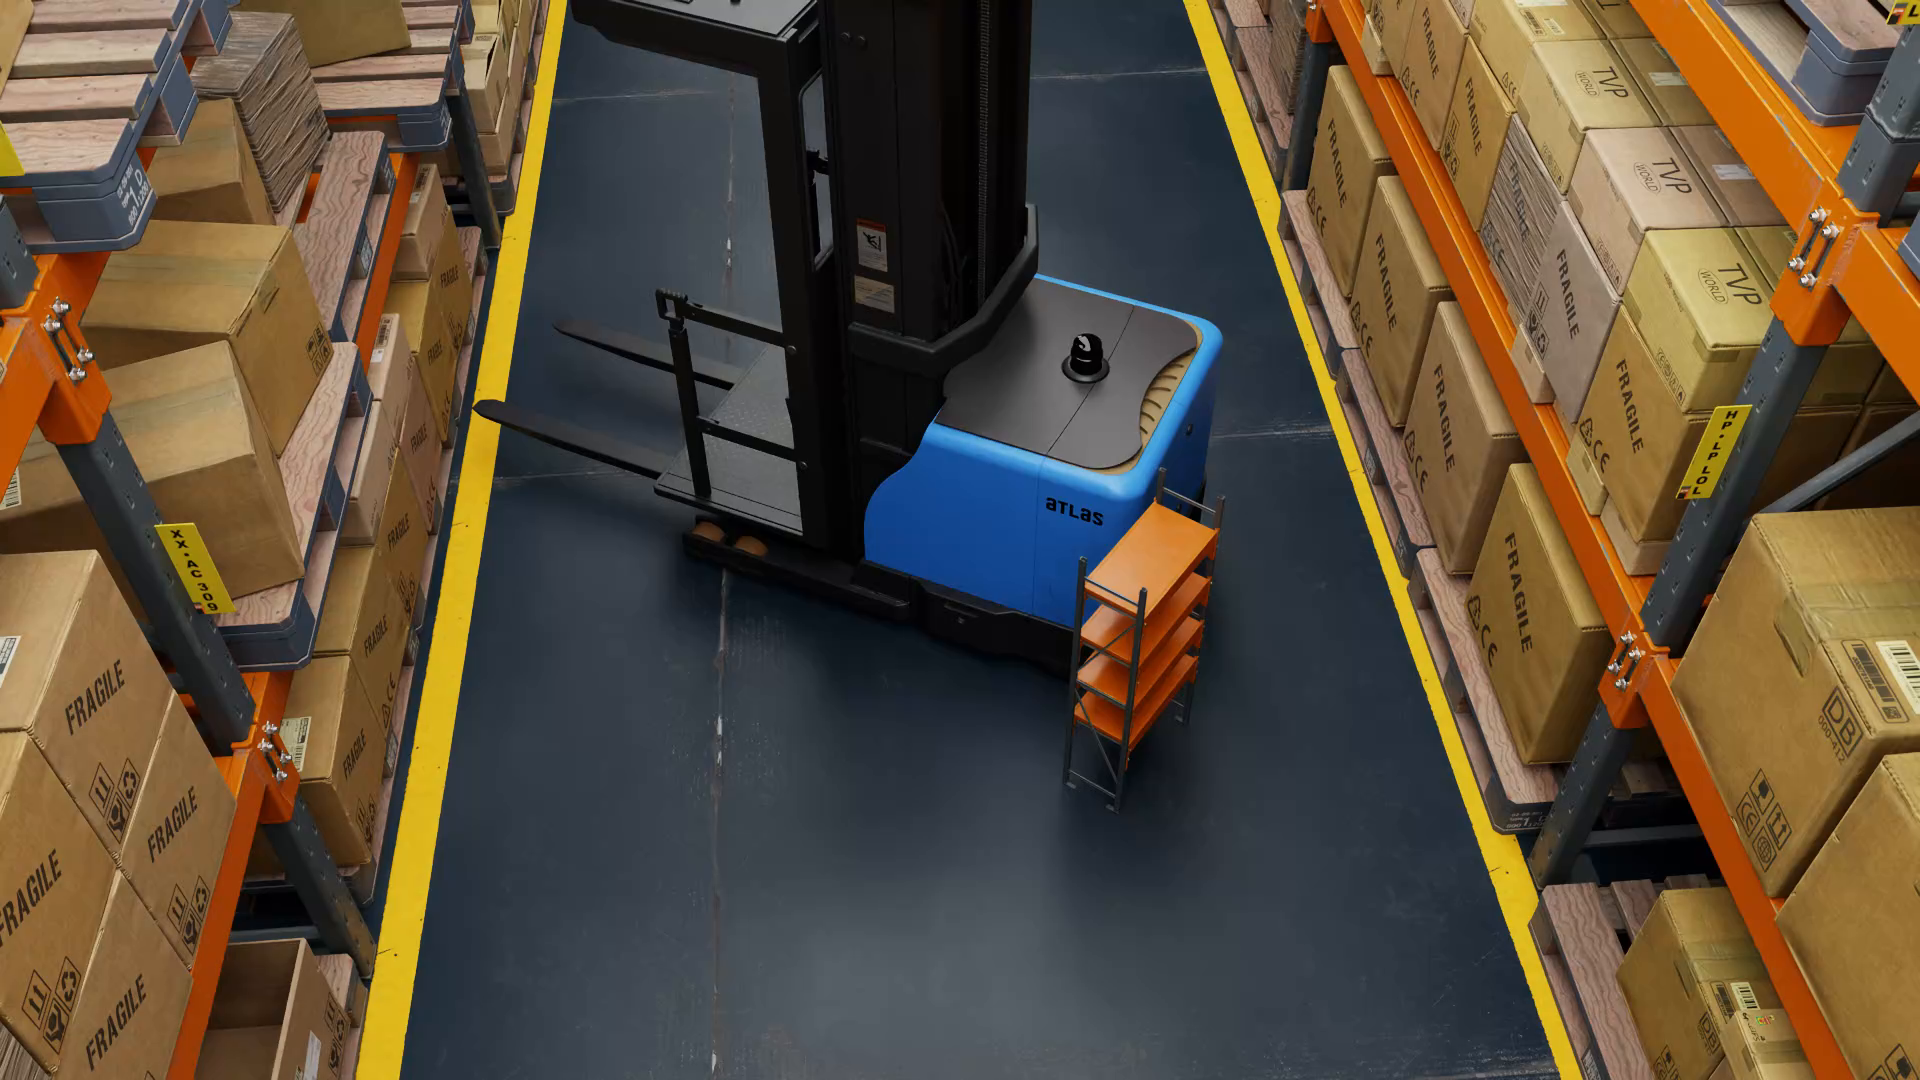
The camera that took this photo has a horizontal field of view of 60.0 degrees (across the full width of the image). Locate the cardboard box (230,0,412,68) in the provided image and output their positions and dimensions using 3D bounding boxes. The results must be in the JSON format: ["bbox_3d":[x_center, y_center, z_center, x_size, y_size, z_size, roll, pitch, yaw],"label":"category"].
[{"bbox_3d":[-2.620,-2.213,6.558,0.700,0.500,0.500,-18,49,-16],"label":"cardboard box"}]

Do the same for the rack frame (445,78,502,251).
[{"bbox_3d":[-2.786,-2.483,7.172,1.000,3.000,0.127,-3,47,-3],"label":"rack frame"}]

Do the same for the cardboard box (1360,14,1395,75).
[{"bbox_3d":[1.898,-2.075,6.945,0.380,0.149,0.250,-2,47,-2],"label":"cardboard box"}]

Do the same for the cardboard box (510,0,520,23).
[{"bbox_3d":[-2.630,-3.020,8.899,0.500,0.311,0.500,-5,47,-4],"label":"cardboard box"}]

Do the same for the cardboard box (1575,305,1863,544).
[{"bbox_3d":[2.195,-0.355,4.869,0.500,0.500,0.500,-4,47,-4],"label":"cardboard box"}]

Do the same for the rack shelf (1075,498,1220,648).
[{"bbox_3d":[0.614,0.102,5.422,0.258,0.148,0.480,27,52,23],"label":"rack shelf"}]

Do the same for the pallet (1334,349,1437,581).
[{"bbox_3d":[2.240,-0.372,7.094,1.003,0.211,1.213,-3,47,-3],"label":"pallet"}]

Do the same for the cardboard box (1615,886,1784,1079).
[{"bbox_3d":[2.446,1.370,4.956,0.700,0.500,0.500,-3,47,-3],"label":"cardboard box"}]

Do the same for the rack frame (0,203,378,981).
[{"bbox_3d":[-2.451,0.411,4.431,1.000,3.000,0.127,-3,47,-3],"label":"rack frame"}]

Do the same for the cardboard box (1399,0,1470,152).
[{"bbox_3d":[2.011,-1.825,6.261,0.500,0.500,0.500,-4,47,-3],"label":"cardboard box"}]

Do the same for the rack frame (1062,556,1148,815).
[{"bbox_3d":[0.473,0.517,5.570,0.240,1.200,0.015,27,52,23],"label":"rack frame"}]

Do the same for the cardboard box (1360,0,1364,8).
[{"bbox_3d":[1.947,-2.455,7.305,0.380,0.149,0.250,-4,47,-4],"label":"cardboard box"}]

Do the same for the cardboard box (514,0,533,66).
[{"bbox_3d":[-2.629,-2.818,9.094,0.500,0.250,0.500,-5,47,-4],"label":"cardboard box"}]

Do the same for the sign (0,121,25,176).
[{"bbox_3d":[-1.911,-0.837,3.191,0.100,0.325,0.005,-3,47,-3],"label":"sign"}]

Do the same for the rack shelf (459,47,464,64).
[{"bbox_3d":[-2.953,-3.683,8.804,1.077,0.370,4.000,-3,47,-3],"label":"rack shelf"}]

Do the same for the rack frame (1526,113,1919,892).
[{"bbox_3d":[2.485,0.107,4.719,1.000,3.000,0.127,-3,47,-3],"label":"rack frame"}]

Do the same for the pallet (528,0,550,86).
[{"bbox_3d":[-2.915,-3.003,9.585,1.003,0.211,1.213,-3,47,-3],"label":"pallet"}]

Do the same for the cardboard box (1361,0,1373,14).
[{"bbox_3d":[1.936,-2.563,6.961,0.500,0.500,0.500,-2,47,-2],"label":"cardboard box"}]

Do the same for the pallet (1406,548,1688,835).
[{"bbox_3d":[2.346,0.513,6.256,1.003,0.211,1.213,-3,47,-3],"label":"pallet"}]

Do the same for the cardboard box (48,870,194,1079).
[{"bbox_3d":[-2.109,1.096,3.714,0.500,0.500,0.500,-2,47,-2],"label":"cardboard box"}]

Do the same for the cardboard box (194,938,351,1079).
[{"bbox_3d":[-2.120,1.514,4.805,0.500,0.500,0.500,-3,47,-3],"label":"cardboard box"}]

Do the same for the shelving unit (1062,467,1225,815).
[{"bbox_3d":[0.614,0.372,5.707,0.258,1.200,0.503,27,52,23],"label":"shelving unit"}]

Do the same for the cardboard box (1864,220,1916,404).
[{"bbox_3d":[2.706,-0.643,4.625,0.500,0.250,0.500,-2,47,-2],"label":"cardboard box"}]

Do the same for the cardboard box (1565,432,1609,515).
[{"bbox_3d":[2.130,-0.222,5.190,0.380,0.149,0.250,-3,47,-3],"label":"cardboard box"}]

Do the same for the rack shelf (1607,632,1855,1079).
[{"bbox_3d":[2.653,1.802,3.610,1.077,0.370,4.000,-3,47,-3],"label":"rack shelf"}]

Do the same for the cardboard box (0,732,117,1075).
[{"bbox_3d":[-2.105,0.754,3.349,0.500,0.500,0.500,-4,47,-4],"label":"cardboard box"}]

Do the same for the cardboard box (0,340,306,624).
[{"bbox_3d":[-2.267,-0.124,4.580,0.700,0.500,0.500,-18,49,-16],"label":"cardboard box"}]

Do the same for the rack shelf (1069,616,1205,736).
[{"bbox_3d":[0.614,0.419,5.756,0.258,0.148,0.480,27,52,23],"label":"rack shelf"}]

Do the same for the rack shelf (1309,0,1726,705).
[{"bbox_3d":[2.318,-1.092,6.350,1.077,0.370,4.000,-3,47,-3],"label":"rack shelf"}]

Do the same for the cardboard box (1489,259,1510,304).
[{"bbox_3d":[2.112,-0.962,5.891,0.380,0.149,0.250,-5,47,-4],"label":"cardboard box"}]

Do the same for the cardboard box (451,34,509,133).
[{"bbox_3d":[-2.537,-2.271,8.190,0.500,0.311,0.500,-2,47,-2],"label":"cardboard box"}]

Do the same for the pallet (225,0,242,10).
[{"bbox_3d":[-2.525,-1.782,4.572,1.213,0.211,1.003,-3,47,-3],"label":"pallet"}]

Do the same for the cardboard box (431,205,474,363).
[{"bbox_3d":[-2.473,-1.112,7.293,0.500,0.500,0.500,-2,47,-2],"label":"cardboard box"}]

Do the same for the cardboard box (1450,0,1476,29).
[{"bbox_3d":[2.023,-2.094,5.999,0.500,0.250,0.500,-3,47,-3],"label":"cardboard box"}]

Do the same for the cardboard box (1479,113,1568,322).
[{"bbox_3d":[2.109,-1.087,5.563,0.500,0.500,0.500,-3,47,-3],"label":"cardboard box"}]

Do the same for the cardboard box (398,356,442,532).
[{"bbox_3d":[-2.380,-0.358,6.579,0.500,0.500,0.500,-5,47,-5],"label":"cardboard box"}]

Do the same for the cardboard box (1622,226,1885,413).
[{"bbox_3d":[2.191,-0.616,4.600,0.500,0.250,0.500,-2,47,-2],"label":"cardboard box"}]

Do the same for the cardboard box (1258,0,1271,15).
[{"bbox_3d":[2.041,-3.334,9.396,0.700,0.500,0.500,-4,47,-4],"label":"cardboard box"}]

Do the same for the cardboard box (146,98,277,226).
[{"bbox_3d":[-2.660,-1.042,5.449,0.700,0.500,0.500,-14,48,-13],"label":"cardboard box"}]

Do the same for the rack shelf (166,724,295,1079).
[{"bbox_3d":[-2.283,2.106,3.322,1.077,0.370,4.000,-3,47,-3],"label":"rack shelf"}]

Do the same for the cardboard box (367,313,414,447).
[{"bbox_3d":[-2.375,-0.590,6.281,0.500,0.250,0.500,-4,47,-4],"label":"cardboard box"}]

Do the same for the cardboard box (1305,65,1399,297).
[{"bbox_3d":[2.081,-1.652,7.576,0.750,0.750,0.750,-4,47,-4],"label":"cardboard box"}]

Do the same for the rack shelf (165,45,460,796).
[{"bbox_3d":[-2.618,-0.788,6.063,1.077,0.370,4.000,-3,47,-3],"label":"rack shelf"}]

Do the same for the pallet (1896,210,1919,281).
[{"bbox_3d":[2.543,-0.301,3.101,1.003,0.211,1.213,-3,47,-3],"label":"pallet"}]

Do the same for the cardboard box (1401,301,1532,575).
[{"bbox_3d":[2.224,-0.403,6.394,0.750,0.750,0.750,-2,47,-2],"label":"cardboard box"}]

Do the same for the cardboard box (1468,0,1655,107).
[{"bbox_3d":[2.072,-1.725,5.650,0.500,0.250,0.500,-4,47,-4],"label":"cardboard box"}]

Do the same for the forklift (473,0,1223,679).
[{"bbox_3d":[-0.570,-1.192,5.997,3.031,2.935,1.130,18,49,16],"label":"forklift"}]

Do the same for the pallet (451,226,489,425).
[{"bbox_3d":[-2.761,-0.982,7.671,1.003,0.211,1.213,-3,47,-3],"label":"pallet"}]

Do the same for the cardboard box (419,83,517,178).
[{"bbox_3d":[-2.537,-2.079,8.394,0.500,0.250,0.500,-4,47,-3],"label":"cardboard box"}]

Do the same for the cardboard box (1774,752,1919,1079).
[{"bbox_3d":[2.570,0.926,3.737,0.980,0.700,0.700,-5,47,-4],"label":"cardboard box"}]

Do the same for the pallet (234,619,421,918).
[{"bbox_3d":[-2.556,0.784,5.999,1.003,0.211,1.213,-3,47,-3],"label":"pallet"}]

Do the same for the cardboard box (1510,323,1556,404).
[{"bbox_3d":[2.073,-0.599,5.547,0.380,0.149,0.250,-3,47,-3],"label":"cardboard box"}]

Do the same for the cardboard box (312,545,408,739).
[{"bbox_3d":[-2.304,0.369,5.889,0.500,0.500,0.500,-3,47,-3],"label":"cardboard box"}]

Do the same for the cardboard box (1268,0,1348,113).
[{"bbox_3d":[2.038,-2.596,8.698,0.700,0.500,0.500,-3,47,-3],"label":"cardboard box"}]

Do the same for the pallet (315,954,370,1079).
[{"bbox_3d":[-2.394,1.867,4.973,1.003,0.211,1.213,-3,47,-3],"label":"pallet"}]

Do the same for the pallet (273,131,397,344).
[{"bbox_3d":[-2.618,-1.010,5.909,1.003,0.211,1.213,-3,47,-3],"label":"pallet"}]

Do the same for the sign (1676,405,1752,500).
[{"bbox_3d":[1.945,-0.224,4.289,0.100,0.325,0.005,-3,47,-3],"label":"sign"}]
